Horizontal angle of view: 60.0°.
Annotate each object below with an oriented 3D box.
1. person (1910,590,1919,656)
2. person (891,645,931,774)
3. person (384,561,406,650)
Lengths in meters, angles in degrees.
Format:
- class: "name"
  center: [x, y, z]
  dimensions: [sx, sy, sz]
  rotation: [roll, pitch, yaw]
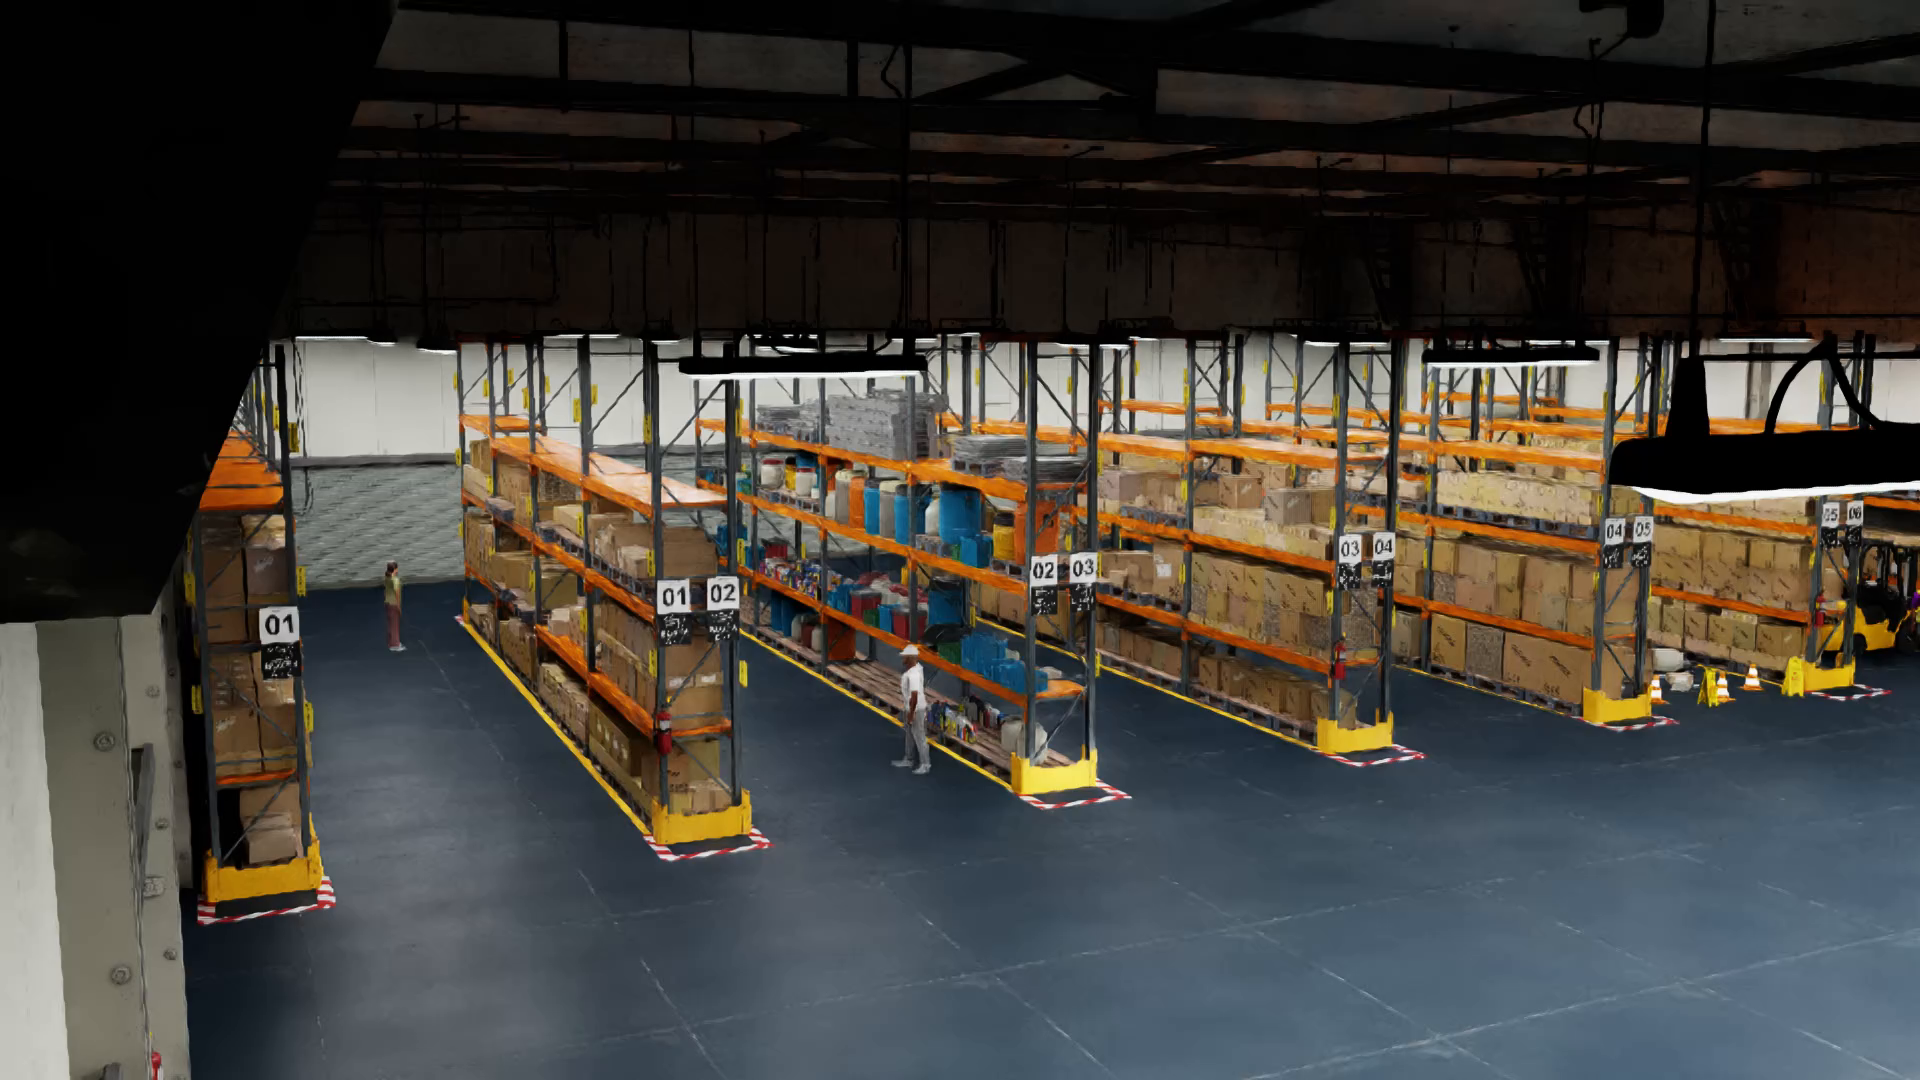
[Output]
- class: "person"
  center: [17.277, 1.475, 29.672]
  dimensions: [0.611, 1.753, 0.583]
  rotation: [2, 8, 12]
- class: "person"
  center: [-0.689, 2.330, 23.143]
  dimensions: [0.543, 1.765, 0.657]
  rotation: [-1, 8, -5]
- class: "person"
  center: [-10.735, 1.244, 31.584]
  dimensions: [0.557, 1.653, 0.389]
  rotation: [7, 11, 43]
